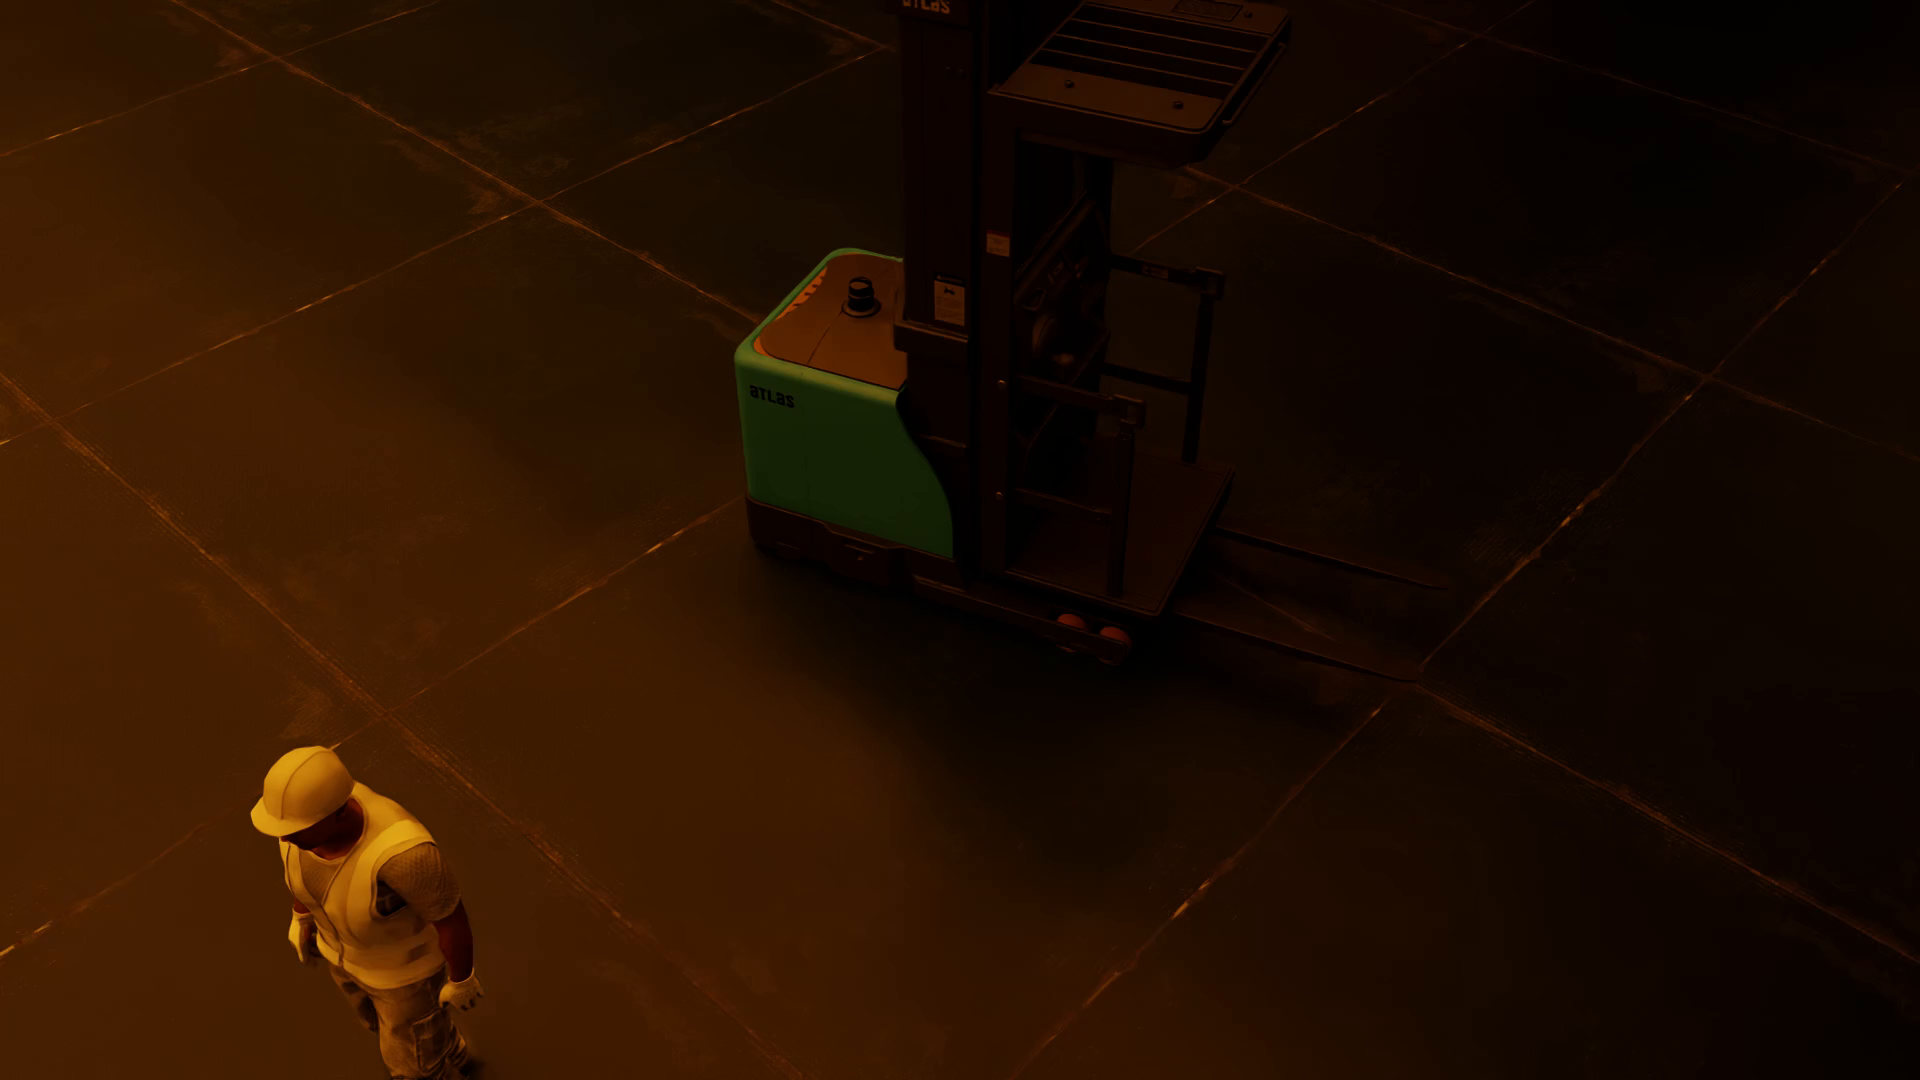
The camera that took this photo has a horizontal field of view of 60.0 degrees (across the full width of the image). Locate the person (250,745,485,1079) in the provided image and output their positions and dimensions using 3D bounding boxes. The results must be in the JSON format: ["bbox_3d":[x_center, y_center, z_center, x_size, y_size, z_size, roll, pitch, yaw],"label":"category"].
[{"bbox_3d":[-1.732,1.250,4.889,0.641,1.800,0.509,23,46,24],"label":"person"}]

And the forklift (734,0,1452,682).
[{"bbox_3d":[0.594,-0.977,6.567,3.031,2.935,1.130,16,43,18],"label":"forklift"}]
